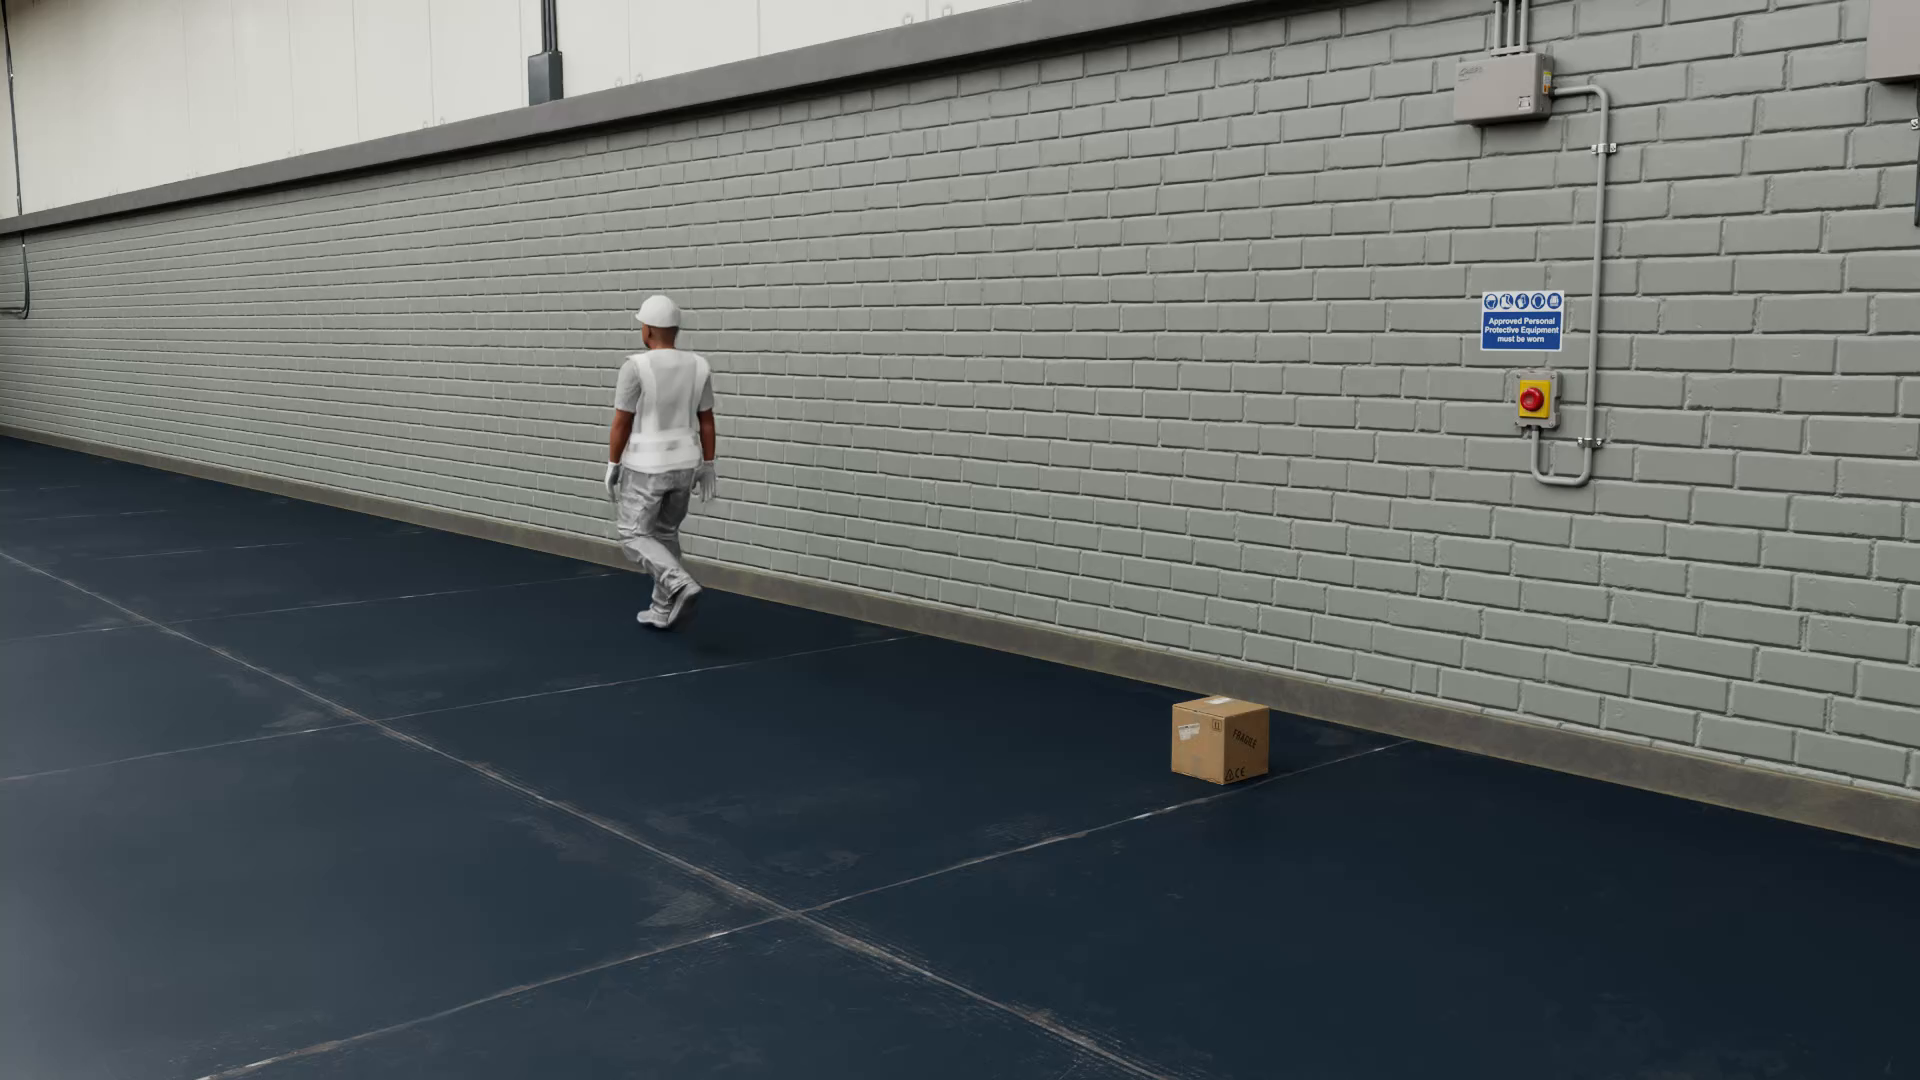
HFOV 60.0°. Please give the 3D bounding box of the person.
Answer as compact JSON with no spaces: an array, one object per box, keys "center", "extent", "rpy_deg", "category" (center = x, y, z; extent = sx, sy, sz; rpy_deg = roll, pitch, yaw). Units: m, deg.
[{"center":[-1.546,-0.383,8.638],"extent":[0.812,1.761,0.569],"rpy_deg":[7,10,44],"category":"person"}]
